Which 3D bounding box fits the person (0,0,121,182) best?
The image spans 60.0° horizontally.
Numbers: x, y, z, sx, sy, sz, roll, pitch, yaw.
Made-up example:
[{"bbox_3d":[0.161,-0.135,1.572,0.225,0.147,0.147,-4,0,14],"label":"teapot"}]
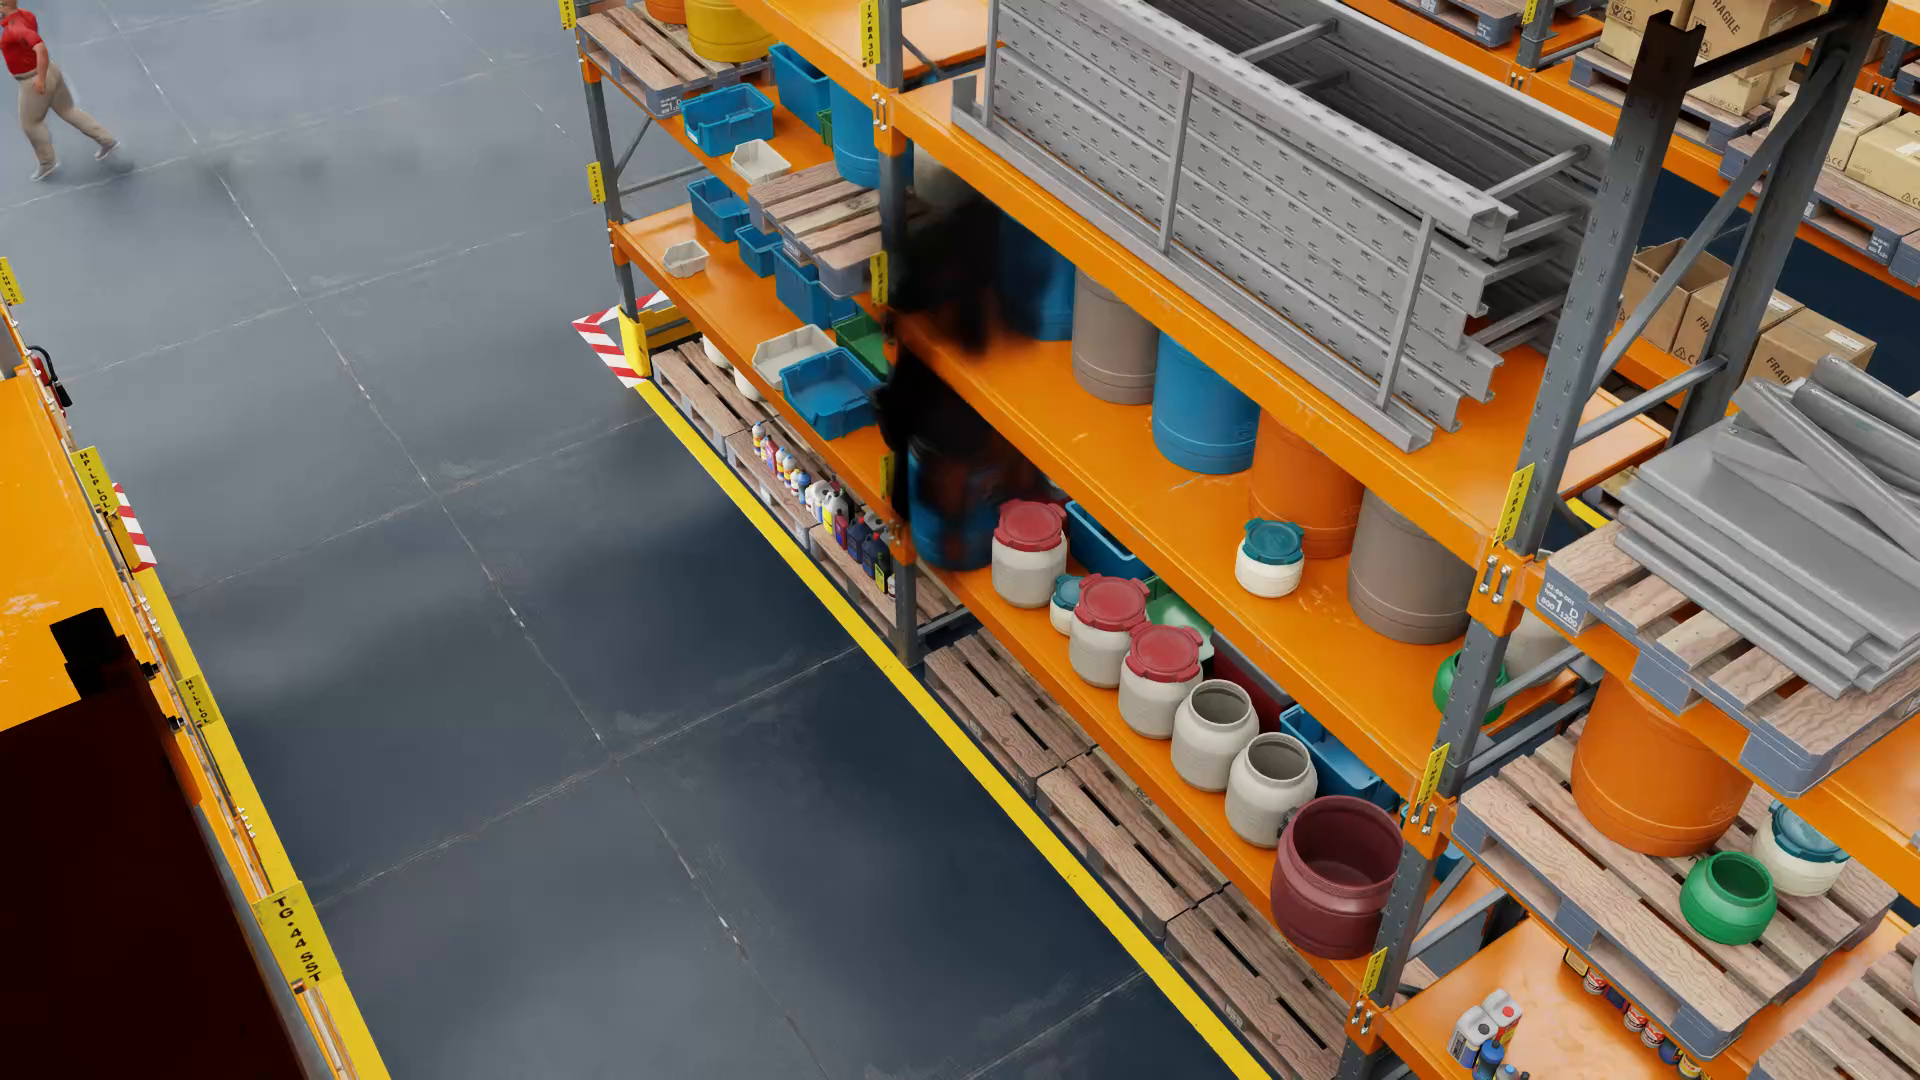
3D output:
[{"bbox_3d":[-8.214,-4.092,14.930,0.848,1.791,0.664,-5,43,-5],"label":"person"}]
